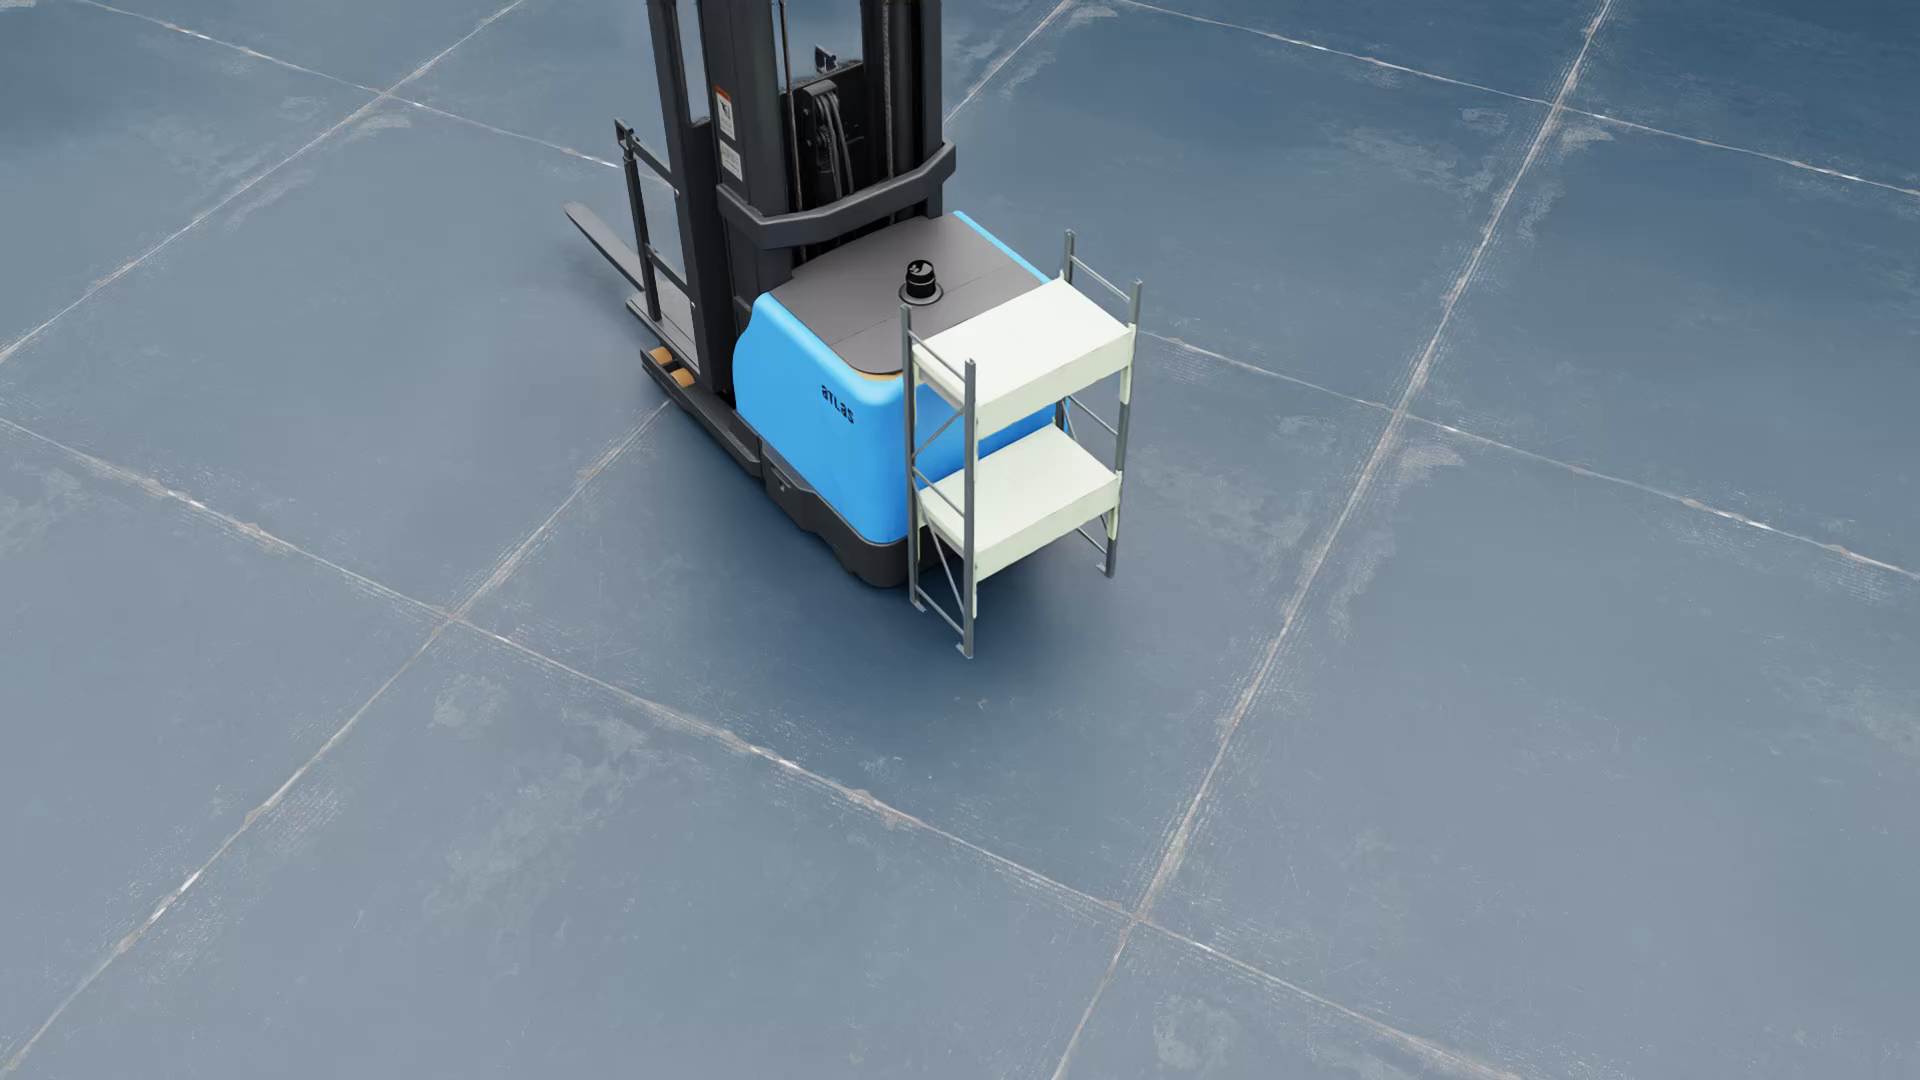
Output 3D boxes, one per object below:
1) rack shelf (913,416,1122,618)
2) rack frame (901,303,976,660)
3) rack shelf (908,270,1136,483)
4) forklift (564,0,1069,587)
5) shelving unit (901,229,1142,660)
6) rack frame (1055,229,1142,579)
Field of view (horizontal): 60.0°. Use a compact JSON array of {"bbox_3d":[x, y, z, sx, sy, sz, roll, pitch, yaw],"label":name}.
[{"bbox_3d":[0.217,-0.098,6.530,0.720,0.370,0.431,-28,52,-25],"label":"rack shelf"},{"bbox_3d":[-0.076,-0.170,6.144,0.023,1.500,0.400,-28,52,-25],"label":"rack frame"},{"bbox_3d":[0.217,-0.601,6.021,0.720,0.370,0.431,-28,52,-25],"label":"rack shelf"},{"bbox_3d":[-0.821,-1.842,6.789,1.130,2.935,3.031,-28,52,-25],"label":"forklift"},{"bbox_3d":[0.217,-0.327,6.298,0.755,1.500,0.431,-28,52,-25],"label":"shelving unit"},{"bbox_3d":[0.509,-0.483,6.453,0.023,1.500,0.400,-28,52,-25],"label":"rack frame"}]
